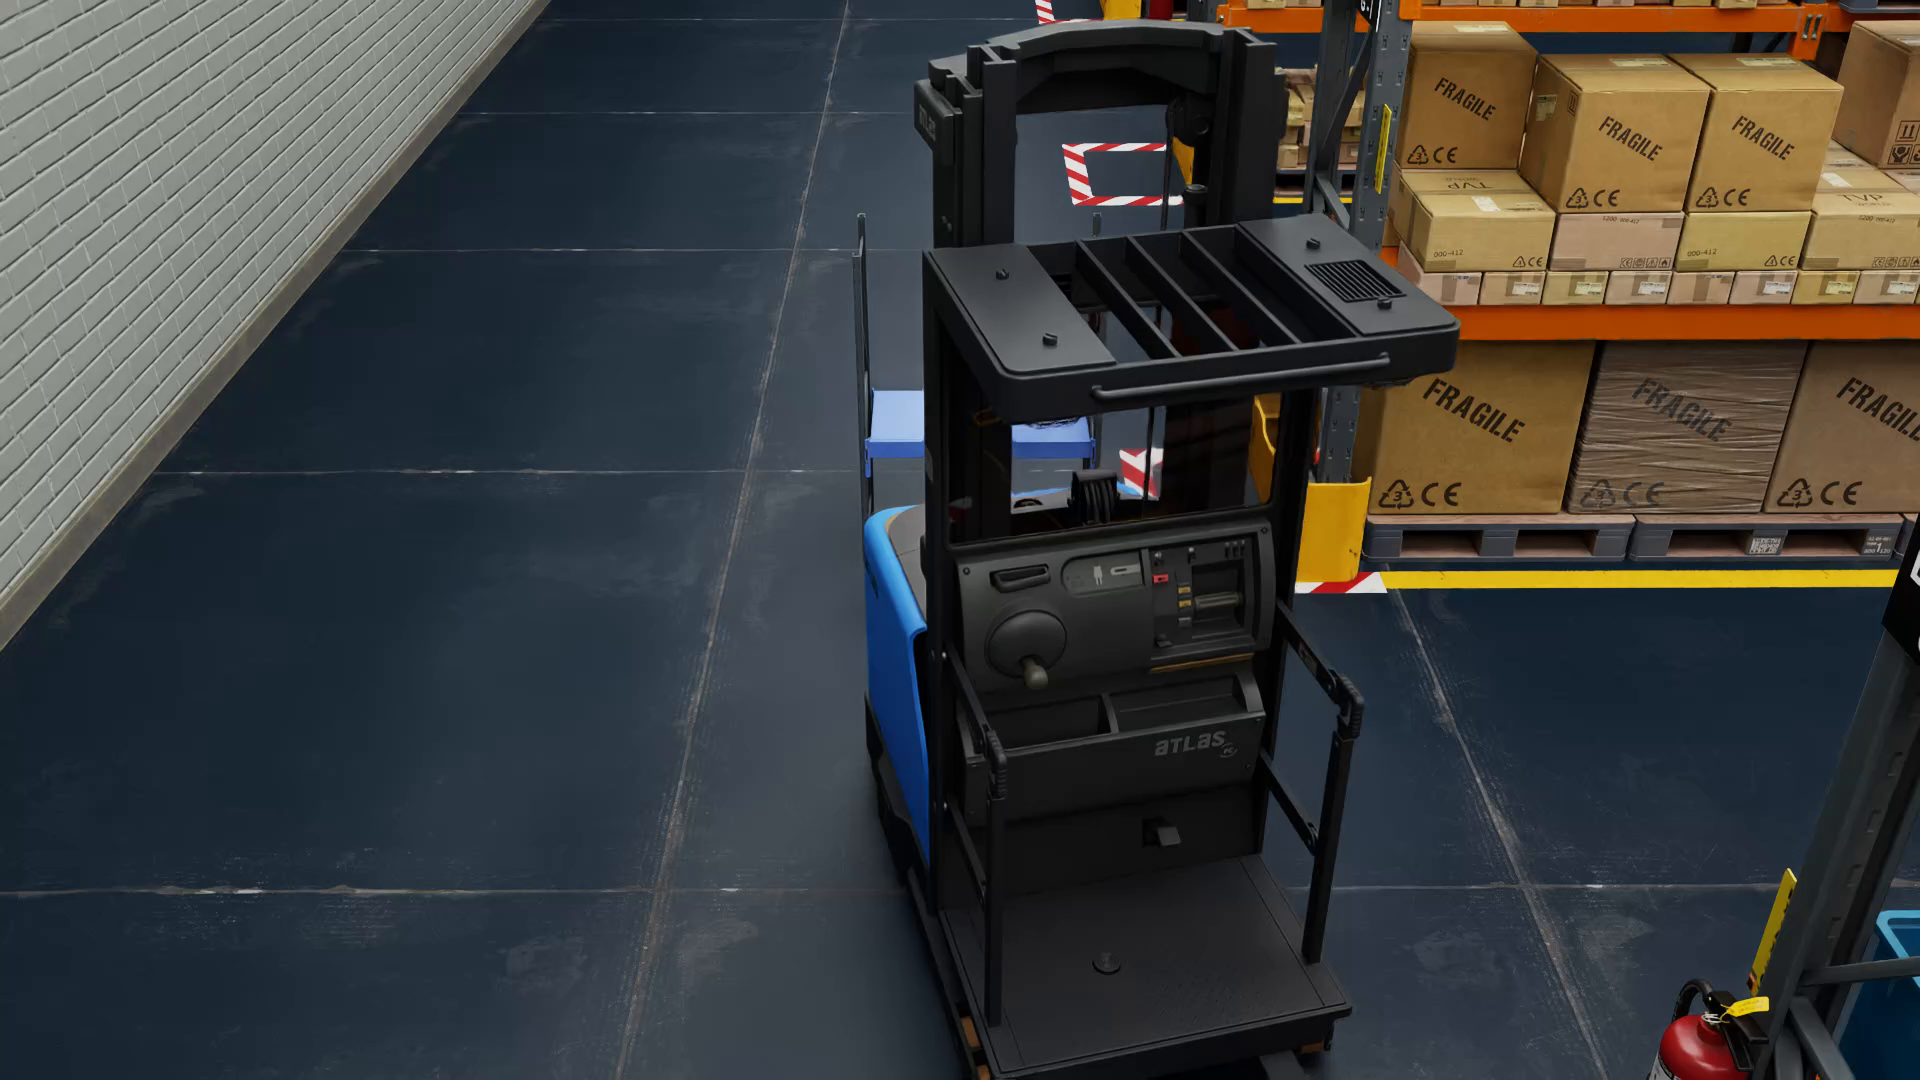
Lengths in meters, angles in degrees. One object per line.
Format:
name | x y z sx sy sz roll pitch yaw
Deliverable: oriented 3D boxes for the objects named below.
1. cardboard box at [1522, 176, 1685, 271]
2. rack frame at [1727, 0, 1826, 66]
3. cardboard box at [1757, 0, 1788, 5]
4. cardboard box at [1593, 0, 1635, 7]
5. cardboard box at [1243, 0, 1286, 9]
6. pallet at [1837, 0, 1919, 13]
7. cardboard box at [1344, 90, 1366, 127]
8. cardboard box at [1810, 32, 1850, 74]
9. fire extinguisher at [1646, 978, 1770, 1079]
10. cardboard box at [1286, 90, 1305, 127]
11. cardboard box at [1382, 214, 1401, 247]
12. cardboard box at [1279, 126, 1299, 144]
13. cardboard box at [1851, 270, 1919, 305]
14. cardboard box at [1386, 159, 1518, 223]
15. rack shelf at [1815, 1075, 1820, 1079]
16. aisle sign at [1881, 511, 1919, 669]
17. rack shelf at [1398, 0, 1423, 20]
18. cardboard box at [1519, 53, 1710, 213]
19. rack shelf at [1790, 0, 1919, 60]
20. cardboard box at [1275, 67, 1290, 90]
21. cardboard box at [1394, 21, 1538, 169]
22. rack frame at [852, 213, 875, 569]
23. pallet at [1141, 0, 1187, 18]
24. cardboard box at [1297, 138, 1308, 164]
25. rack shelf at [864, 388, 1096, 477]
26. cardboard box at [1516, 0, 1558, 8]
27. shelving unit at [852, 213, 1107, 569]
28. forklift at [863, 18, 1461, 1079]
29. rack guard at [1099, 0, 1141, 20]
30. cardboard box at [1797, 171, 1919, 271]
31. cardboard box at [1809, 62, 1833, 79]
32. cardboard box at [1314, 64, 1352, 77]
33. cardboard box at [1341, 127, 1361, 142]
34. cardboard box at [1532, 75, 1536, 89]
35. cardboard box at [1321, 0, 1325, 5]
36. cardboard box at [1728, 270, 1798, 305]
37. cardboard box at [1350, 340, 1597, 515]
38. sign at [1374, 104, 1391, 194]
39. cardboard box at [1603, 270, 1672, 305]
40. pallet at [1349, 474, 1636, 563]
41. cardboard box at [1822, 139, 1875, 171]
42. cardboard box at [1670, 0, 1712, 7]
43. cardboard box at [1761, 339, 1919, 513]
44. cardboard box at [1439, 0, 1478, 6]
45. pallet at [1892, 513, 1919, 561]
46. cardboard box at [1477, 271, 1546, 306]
cardboard box | 2.640 -1.326 6.902 0.500 0.250 0.500 -1 31 -1
rack frame | 5.709 -3.982 11.422 0.127 3.000 1.000 0 31 0
cardboard box | 5.425 -3.753 11.286 0.250 0.149 0.380 -1 31 -1
cardboard box | 4.371 -3.721 11.234 0.250 0.149 0.380 -1 31 -2
cardboard box | 2.035 -3.694 11.188 0.250 0.149 0.380 0 31 -1
pallet | 6.475 -3.827 11.351 1.213 0.211 1.003 0 31 0
cardboard box | 2.763 -3.008 11.586 0.250 0.149 0.380 0 31 0
cardboard box | 6.453 -3.547 11.987 0.500 0.250 0.500 -1 31 -2
fire extinguisher | 1.515 1.130 3.431 0.183 0.674 0.296 0 31 0
cardboard box | 2.236 -3.010 11.590 0.250 0.149 0.380 -2 31 -3
cardboard box | 1.993 -1.461 7.509 0.250 0.149 0.380 0 31 1
cardboard box | 2.235 -2.926 11.738 0.250 0.149 0.380 1 31 2
cardboard box | 3.796 -1.127 6.957 0.250 0.149 0.380 0 31 1
cardboard box | 2.121 -1.599 7.352 0.500 0.250 0.500 -1 31 -1
rack shelf | 3.668 1.474 3.123 4.000 0.370 1.077 0 31 0
aisle sign | 1.595 -0.091 2.502 0.004 0.787 0.394 0 31 0
rack shelf | 3.638 -2.378 6.579 4.000 0.370 1.077 0 31 0
cardboard box | 2.620 -1.644 6.702 0.500 0.500 0.500 -1 31 -1
rack shelf | 7.709 -3.681 11.619 4.000 0.370 1.077 0 31 0
cardboard box | 2.237 -3.318 12.097 0.250 0.149 0.380 0 31 0
cardboard box | 2.124 -1.918 7.155 0.500 0.500 0.500 0 31 0
rack frame | -0.423 -0.640 7.359 0.032 1.500 0.500 0 31 0
pallet | 2.378 -5.388 16.427 1.213 0.211 1.003 0 31 0
cardboard box | 2.497 -2.810 11.832 0.250 0.149 0.380 0 31 0
rack shelf | 0.085 -0.488 7.455 1.000 0.185 0.538 0 31 0
cardboard box | 3.862 -3.711 11.216 0.250 0.149 0.380 0 31 1
shelving unit | 0.085 -0.641 7.361 1.048 1.500 0.538 0 31 0
forklift | 0.506 0.238 4.533 1.130 2.935 3.031 -8 32 -12
rack guard | 1.555 -5.469 16.281 0.348 0.500 1.175 0 31 0
cardboard box | 3.664 -1.330 6.909 0.500 0.250 0.500 -1 31 -1
cardboard box | 6.448 -3.226 12.181 0.500 0.500 0.500 -1 31 -1
cardboard box | 2.747 -3.356 12.159 0.250 0.149 0.380 -1 31 -1
cardboard box | 2.753 -2.945 11.768 0.250 0.149 0.380 0 31 0
cardboard box | 4.048 -3.293 12.055 0.250 0.149 0.380 -1 31 -2
cardboard box | 2.559 -3.689 11.180 0.250 0.149 0.380 -1 31 -2
cardboard box | 3.281 -1.125 6.954 0.250 0.149 0.380 0 31 -1
cardboard box | 2.278 -0.712 7.674 0.875 0.875 0.875 0 31 0
sign | 1.636 -1.513 6.441 0.005 0.325 0.100 0 31 0
cardboard box | 2.769 -1.123 6.952 0.250 0.149 0.380 -1 31 -1
pallet | 2.437 -0.248 7.955 1.213 0.211 1.003 0 31 0
cardboard box | 3.658 -1.606 7.363 0.500 0.250 0.500 0 31 0
cardboard box | 4.901 -3.726 11.241 0.250 0.149 0.380 1 31 2
cardboard box | 4.078 -0.717 7.684 0.875 0.875 0.875 0 31 0
cardboard box | 3.336 -3.735 11.256 0.250 0.149 0.380 -1 31 -1
pallet | 4.877 -0.255 7.967 1.213 0.211 1.003 0 31 0
cardboard box | 2.252 -1.121 6.948 0.250 0.149 0.380 -1 31 -1
